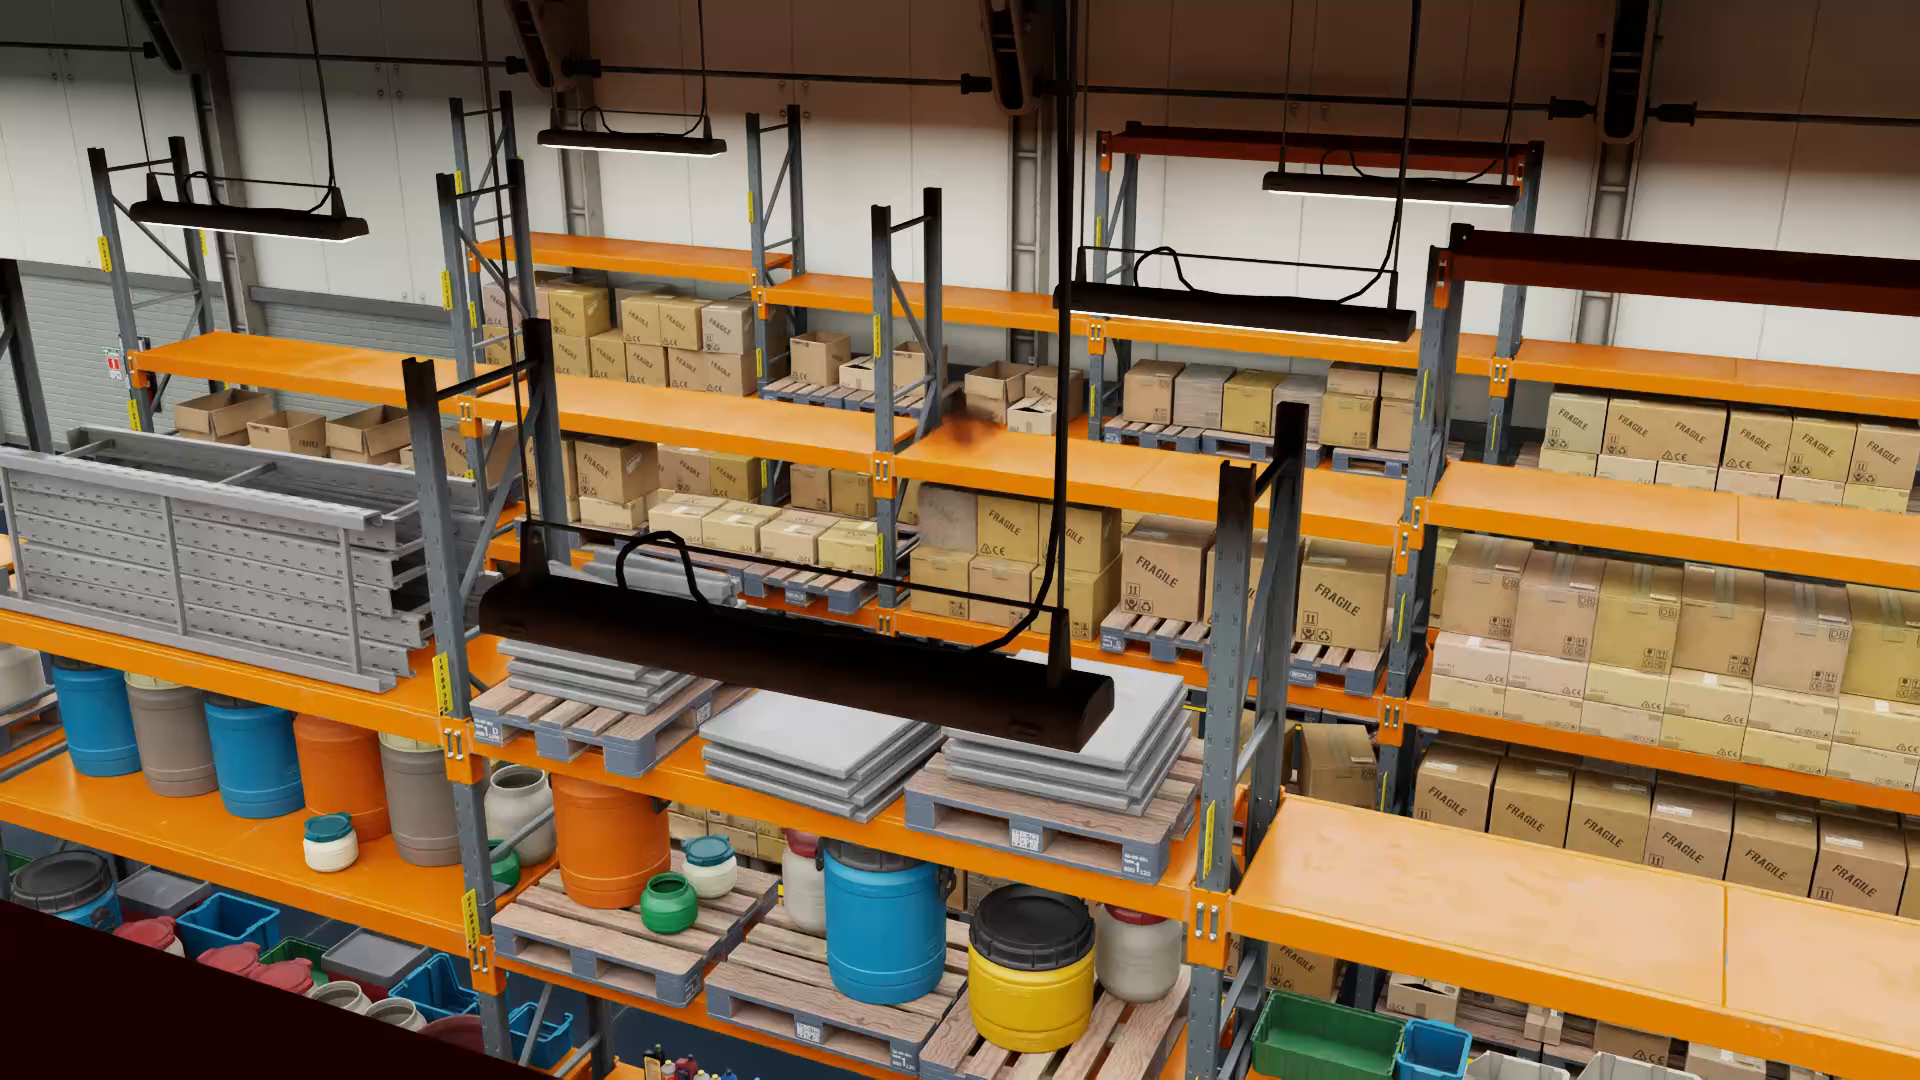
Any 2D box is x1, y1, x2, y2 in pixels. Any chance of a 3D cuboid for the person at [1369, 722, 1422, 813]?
[{"bbox_3d":[4.069,1.747,15.561,1.129,1.720,0.700,6,21,15],"label":"person"}]
